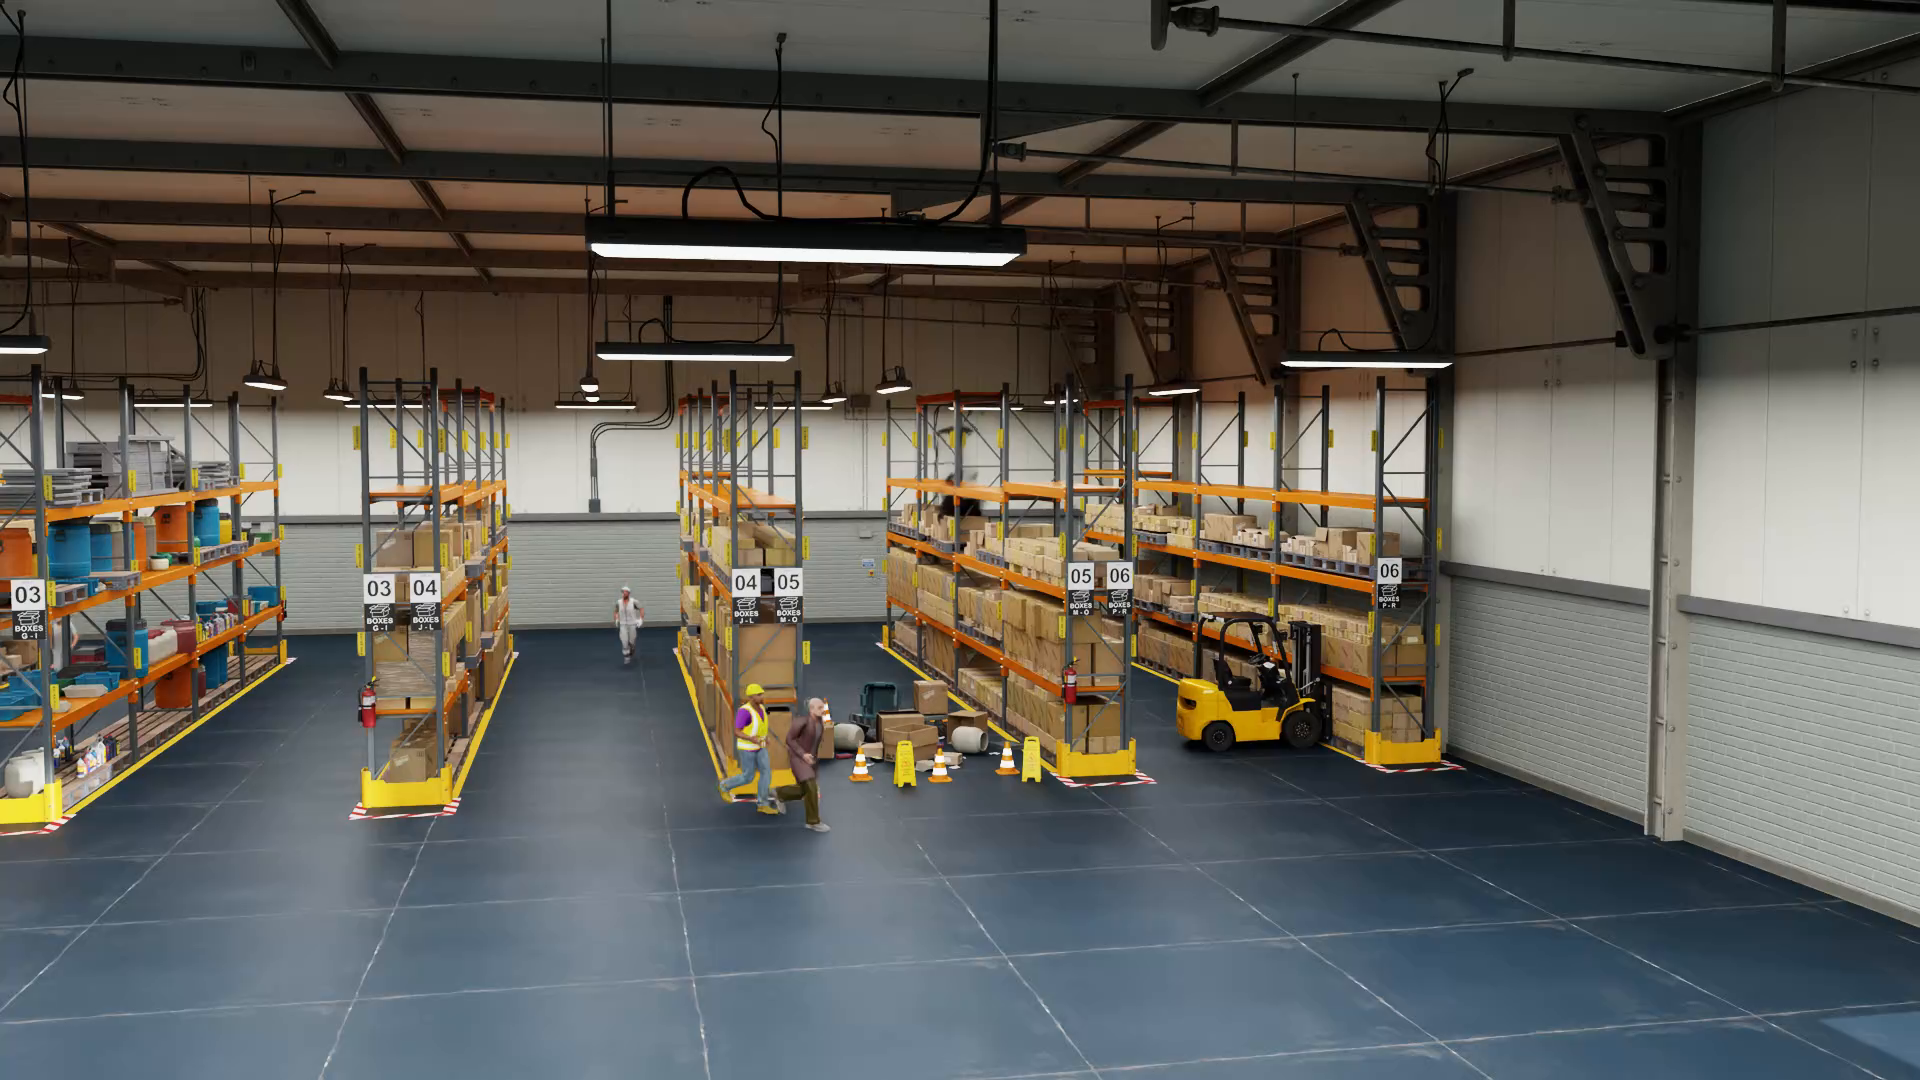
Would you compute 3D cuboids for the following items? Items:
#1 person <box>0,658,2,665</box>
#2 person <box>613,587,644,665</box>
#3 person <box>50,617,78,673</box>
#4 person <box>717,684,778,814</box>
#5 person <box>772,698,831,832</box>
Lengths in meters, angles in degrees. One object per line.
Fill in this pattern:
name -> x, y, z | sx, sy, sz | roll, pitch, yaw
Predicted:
person -> -17.113, 2.470, 29.101 | 0.535, 1.613, 0.862 | -1, 4, -17
person -> -7.450, 1.913, 37.356 | 0.685, 1.752, 0.667 | 0, 3, 0
person -> -17.974, 2.226, 33.301 | 0.569, 1.638, 0.778 | -1, 4, -19
person -> -2.850, 2.797, 22.387 | 0.904, 1.745, 0.686 | 2, 4, 29
person -> -2.089, 2.874, 21.459 | 0.926, 1.730, 0.686 | 2, 4, 35
